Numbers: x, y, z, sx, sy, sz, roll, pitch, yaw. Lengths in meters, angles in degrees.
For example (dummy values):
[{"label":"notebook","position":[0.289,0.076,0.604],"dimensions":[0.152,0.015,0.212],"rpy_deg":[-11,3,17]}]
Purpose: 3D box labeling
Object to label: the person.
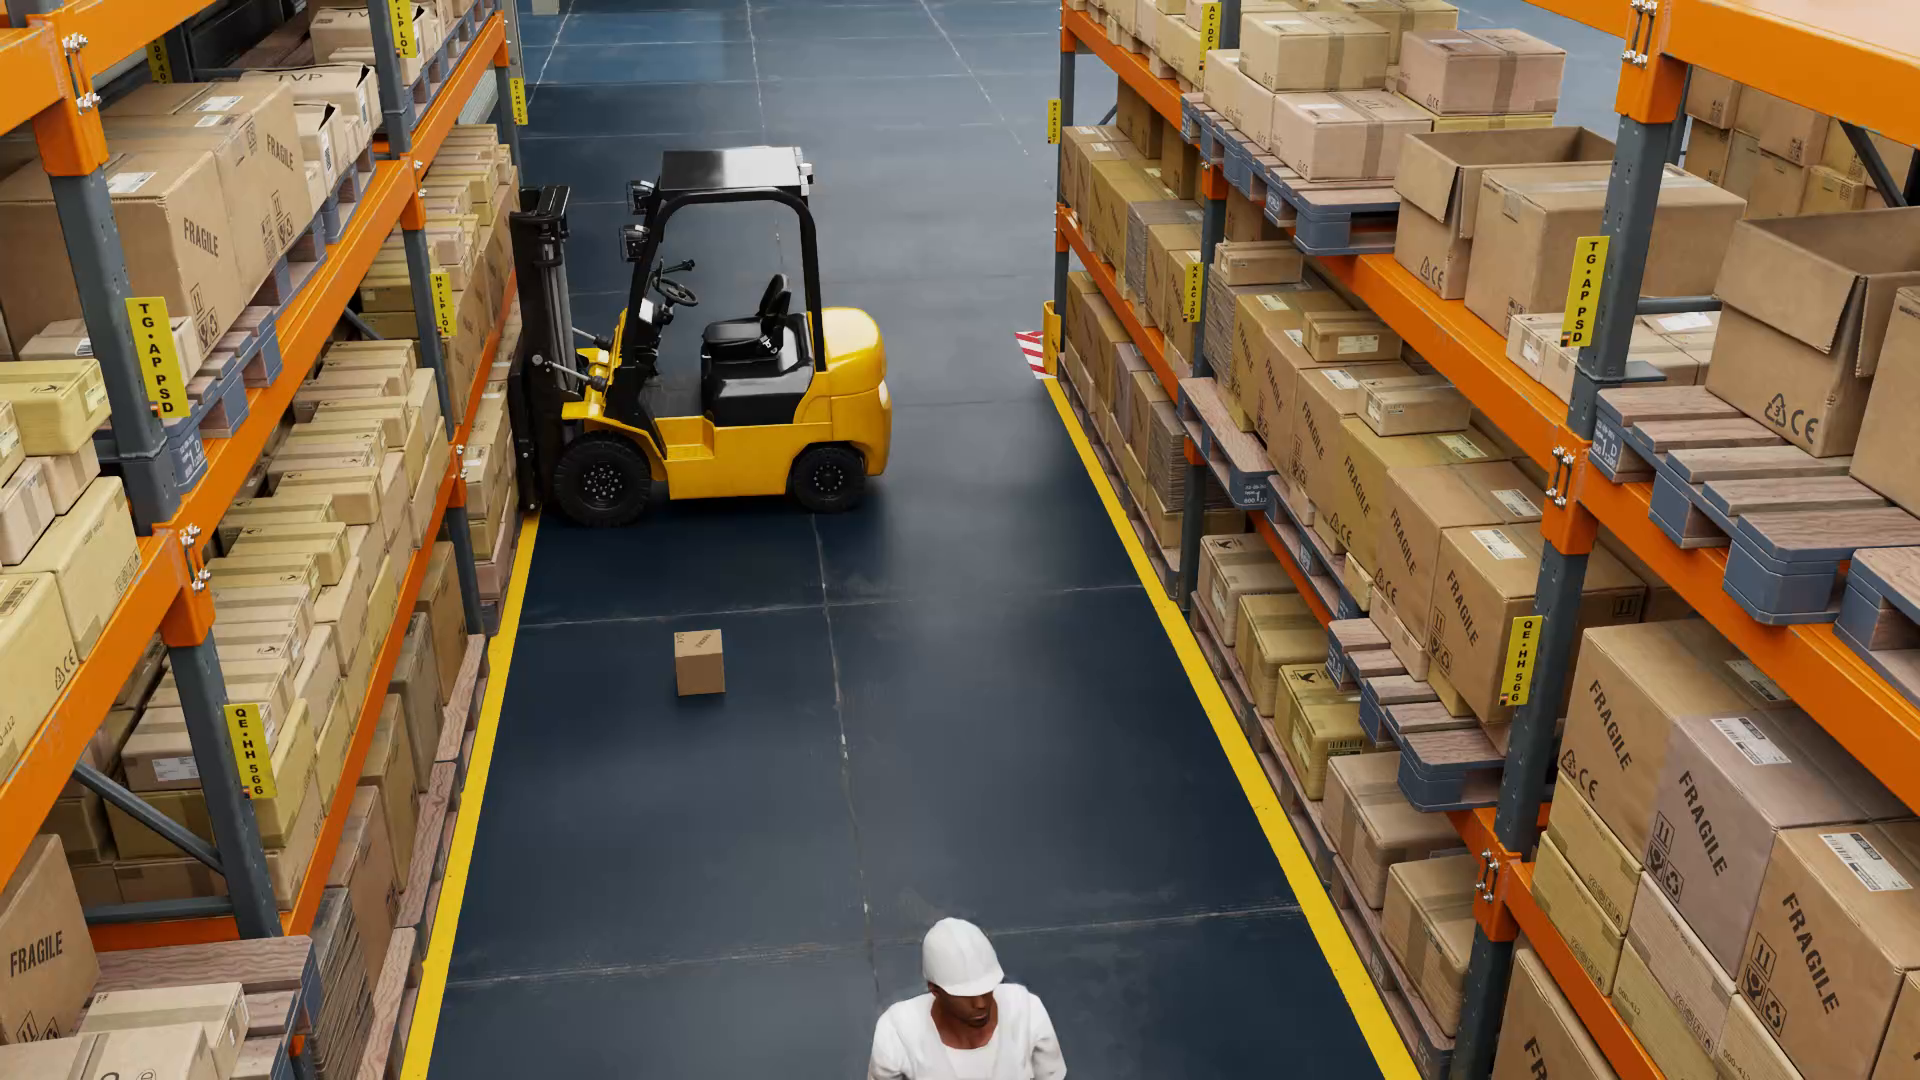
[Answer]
[{"label":"person","position":[0.058,1.895,4.846],"dimensions":[0.612,1.710,0.989],"rpy_deg":[-7,28,-14]}]
